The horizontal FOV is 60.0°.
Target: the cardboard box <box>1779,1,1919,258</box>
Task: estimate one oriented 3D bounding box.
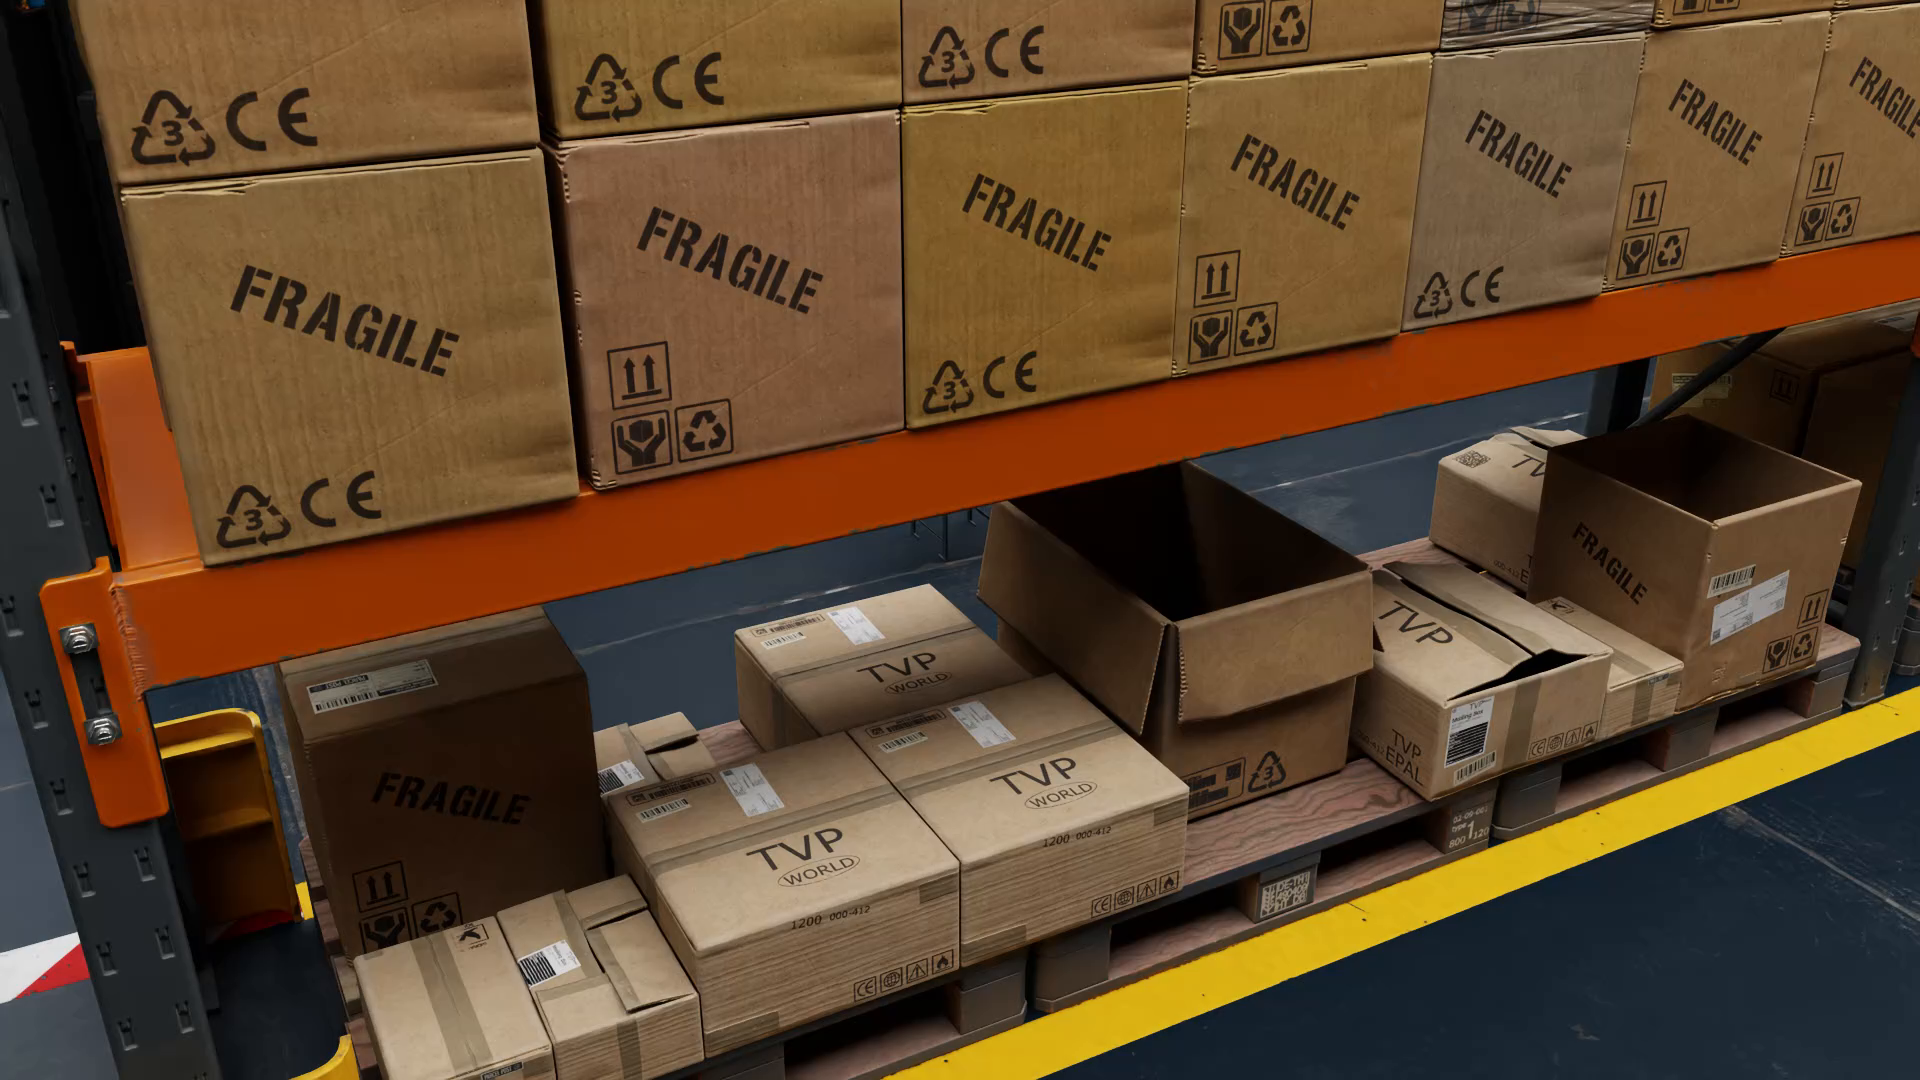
[{"bbox_3d":[1.819,-0.956,3.660,0.500,0.500,0.500,-12,28,-24],"label":"cardboard box"}]

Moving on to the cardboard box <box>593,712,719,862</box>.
[{"bbox_3d":[-0.626,0.530,3.445,0.250,0.166,0.380,-13,29,-25],"label":"cardboard box"}]

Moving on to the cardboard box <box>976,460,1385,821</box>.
[{"bbox_3d":[0.484,0.201,3.741,0.637,0.503,0.797,-13,29,-25],"label":"cardboard box"}]

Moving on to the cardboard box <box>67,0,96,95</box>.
[{"bbox_3d":[-1.127,-0.987,2.570,0.500,0.500,0.500,-13,29,-26],"label":"cardboard box"}]

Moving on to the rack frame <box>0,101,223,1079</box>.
[{"bbox_3d":[-1.390,-0.296,2.401,0.127,3.000,1.000,-13,29,-25],"label":"rack frame"}]

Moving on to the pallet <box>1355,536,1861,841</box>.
[{"bbox_3d":[1.533,0.286,4.410,1.213,0.211,1.003,-13,29,-25],"label":"pallet"}]

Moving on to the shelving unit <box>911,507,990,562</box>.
[{"bbox_3d":[-0.007,-0.404,5.052,0.210,0.900,0.258,-13,29,-25],"label":"shelving unit"}]

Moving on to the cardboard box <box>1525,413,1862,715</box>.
[{"bbox_3d":[1.770,0.042,4.076,0.500,0.500,0.500,-13,29,-25],"label":"cardboard box"}]

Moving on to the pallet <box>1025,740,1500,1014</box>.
[{"bbox_3d":[0.455,0.536,3.889,1.213,0.211,1.003,-13,29,-25],"label":"pallet"}]

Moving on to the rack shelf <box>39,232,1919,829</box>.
[{"bbox_3d":[0.375,-0.379,3.405,4.000,0.370,1.077,-13,29,-25],"label":"rack shelf"}]

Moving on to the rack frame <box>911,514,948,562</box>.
[{"bbox_3d":[-0.097,-0.383,5.009,0.006,0.900,0.240,-13,29,-25],"label":"rack frame"}]

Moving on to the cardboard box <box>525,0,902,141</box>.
[{"bbox_3d":[-0.417,-0.891,2.369,0.500,0.500,0.500,-13,28,-25],"label":"cardboard box"}]

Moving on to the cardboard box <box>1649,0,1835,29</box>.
[{"bbox_3d":[1.364,-1.299,3.219,0.500,0.500,0.500,-14,29,-26],"label":"cardboard box"}]

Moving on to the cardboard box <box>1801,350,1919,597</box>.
[{"bbox_3d":[2.681,-0.187,4.555,0.500,0.500,0.500,-14,29,-27],"label":"cardboard box"}]

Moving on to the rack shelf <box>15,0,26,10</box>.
[{"bbox_3d":[-1.953,-2.271,7.346,4.000,0.370,1.077,-13,29,-25],"label":"rack shelf"}]

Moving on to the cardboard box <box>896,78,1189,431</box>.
[{"bbox_3d":[0.023,-0.539,2.791,0.500,0.500,0.500,-13,29,-25],"label":"cardboard box"}]

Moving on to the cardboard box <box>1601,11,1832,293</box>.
[{"bbox_3d":[1.365,-0.850,3.440,0.500,0.500,0.500,-12,28,-24],"label":"cardboard box"}]

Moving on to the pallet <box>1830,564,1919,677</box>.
[{"bbox_3d":[2.839,-0.033,5.076,1.213,0.211,1.003,-13,29,-25],"label":"pallet"}]

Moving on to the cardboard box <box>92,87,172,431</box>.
[{"bbox_3d":[-1.123,-0.536,2.785,0.500,0.500,0.500,-12,28,-24],"label":"cardboard box"}]

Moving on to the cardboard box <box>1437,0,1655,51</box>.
[{"bbox_3d":[0.920,-1.197,3.006,0.500,0.500,0.500,-13,28,-25],"label":"cardboard box"}]

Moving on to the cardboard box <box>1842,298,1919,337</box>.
[{"bbox_3d":[2.880,-0.489,5.183,0.500,0.500,0.500,-13,29,-25],"label":"cardboard box"}]

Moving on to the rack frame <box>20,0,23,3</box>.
[{"bbox_3d":[-6.048,-4.080,10.282,0.127,3.000,1.000,-13,29,-25],"label":"rack frame"}]

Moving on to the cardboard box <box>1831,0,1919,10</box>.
[{"bbox_3d":[1.815,-1.404,3.439,0.500,0.500,0.500,-13,28,-25],"label":"cardboard box"}]

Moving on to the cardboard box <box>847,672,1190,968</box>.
[{"bbox_3d":[0.106,0.539,3.330,0.500,0.250,0.500,-13,29,-25],"label":"cardboard box"}]

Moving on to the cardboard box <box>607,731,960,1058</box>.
[{"bbox_3d":[-0.336,0.641,3.118,0.500,0.250,0.500,-13,29,-25],"label":"cardboard box"}]

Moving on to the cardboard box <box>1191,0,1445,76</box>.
[{"bbox_3d":[0.475,-1.095,2.793,0.500,0.500,0.500,-13,29,-26],"label":"cardboard box"}]

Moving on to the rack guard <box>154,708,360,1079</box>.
[{"bbox_3d":[-1.323,0.816,2.974,0.348,0.500,1.175,-13,29,-25],"label":"rack guard"}]

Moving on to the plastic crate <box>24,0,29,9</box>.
[{"bbox_3d":[-3.510,-2.371,6.612,0.499,0.435,0.616,-13,29,-25],"label":"plastic crate"}]

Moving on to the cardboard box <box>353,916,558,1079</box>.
[{"bbox_3d":[-0.859,0.837,2.827,0.250,0.149,0.380,-13,29,-25],"label":"cardboard box"}]

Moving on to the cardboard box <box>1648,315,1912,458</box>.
[{"bbox_3d":[2.440,-0.392,4.980,0.500,0.500,0.500,-13,29,-25],"label":"cardboard box"}]

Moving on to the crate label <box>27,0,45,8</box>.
[{"bbox_3d":[-3.345,-2.064,6.208,0.303,0.233,0.416,-13,29,-25],"label":"crate label"}]

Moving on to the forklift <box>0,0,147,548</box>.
[{"bbox_3d":[-2.760,-1.484,4.954,3.031,2.935,1.130,3,26,6],"label":"forklift"}]

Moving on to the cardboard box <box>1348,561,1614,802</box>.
[{"bbox_3d":[1.108,0.280,3.799,0.500,0.311,0.500,-13,29,-25],"label":"cardboard box"}]

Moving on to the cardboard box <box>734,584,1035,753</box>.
[{"bbox_3d":[-0.174,0.359,3.706,0.500,0.250,0.500,-13,29,-25],"label":"cardboard box"}]

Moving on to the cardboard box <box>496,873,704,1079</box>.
[{"bbox_3d":[-0.638,0.778,2.929,0.250,0.166,0.380,-13,29,-25],"label":"cardboard box"}]

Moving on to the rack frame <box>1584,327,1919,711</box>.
[{"bbox_3d":[2.140,-1.111,4.097,0.127,3.000,1.000,-13,29,-25],"label":"rack frame"}]

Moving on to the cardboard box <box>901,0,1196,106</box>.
[{"bbox_3d":[0.027,-0.991,2.577,0.500,0.500,0.500,-13,28,-24],"label":"cardboard box"}]

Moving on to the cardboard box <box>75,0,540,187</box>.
[{"bbox_3d":[-0.874,-0.781,2.141,0.500,0.500,0.500,-12,28,-24],"label":"cardboard box"}]

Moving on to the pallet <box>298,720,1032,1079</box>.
[{"bbox_3d":[-0.620,0.783,3.375,1.213,0.211,1.003,-13,29,-25],"label":"pallet"}]

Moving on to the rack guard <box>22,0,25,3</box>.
[{"bbox_3d":[-8.226,-4.883,14.843,0.348,0.500,1.175,-13,29,-25],"label":"rack guard"}]

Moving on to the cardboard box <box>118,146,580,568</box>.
[{"bbox_3d":[-0.874,-0.331,2.357,0.500,0.500,0.500,-12,28,-24],"label":"cardboard box"}]

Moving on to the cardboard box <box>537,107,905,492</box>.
[{"bbox_3d":[-0.422,-0.438,2.580,0.500,0.500,0.500,-13,29,-26],"label":"cardboard box"}]

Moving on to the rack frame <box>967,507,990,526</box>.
[{"bbox_3d":[0.083,-0.425,5.095,0.006,0.900,0.240,-13,29,-25],"label":"rack frame"}]

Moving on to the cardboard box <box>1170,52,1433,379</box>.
[{"bbox_3d":[0.464,-0.640,3.002,0.500,0.500,0.500,-13,28,-24],"label":"cardboard box"}]

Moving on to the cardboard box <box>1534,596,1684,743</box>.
[{"bbox_3d":[1.468,0.300,3.945,0.250,0.149,0.380,-13,29,-25],"label":"cardboard box"}]

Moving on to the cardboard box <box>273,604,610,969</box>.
[{"bbox_3d":[-1.026,0.428,3.273,0.500,0.500,0.500,-13,29,-25],"label":"cardboard box"}]

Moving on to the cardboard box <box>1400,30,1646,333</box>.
[{"bbox_3d":[0.913,-0.745,3.220,0.500,0.500,0.500,-12,28,-24],"label":"cardboard box"}]

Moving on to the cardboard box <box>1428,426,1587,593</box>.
[{"bbox_3d":[1.667,-0.094,4.578,0.500,0.311,0.500,-13,29,-25],"label":"cardboard box"}]
